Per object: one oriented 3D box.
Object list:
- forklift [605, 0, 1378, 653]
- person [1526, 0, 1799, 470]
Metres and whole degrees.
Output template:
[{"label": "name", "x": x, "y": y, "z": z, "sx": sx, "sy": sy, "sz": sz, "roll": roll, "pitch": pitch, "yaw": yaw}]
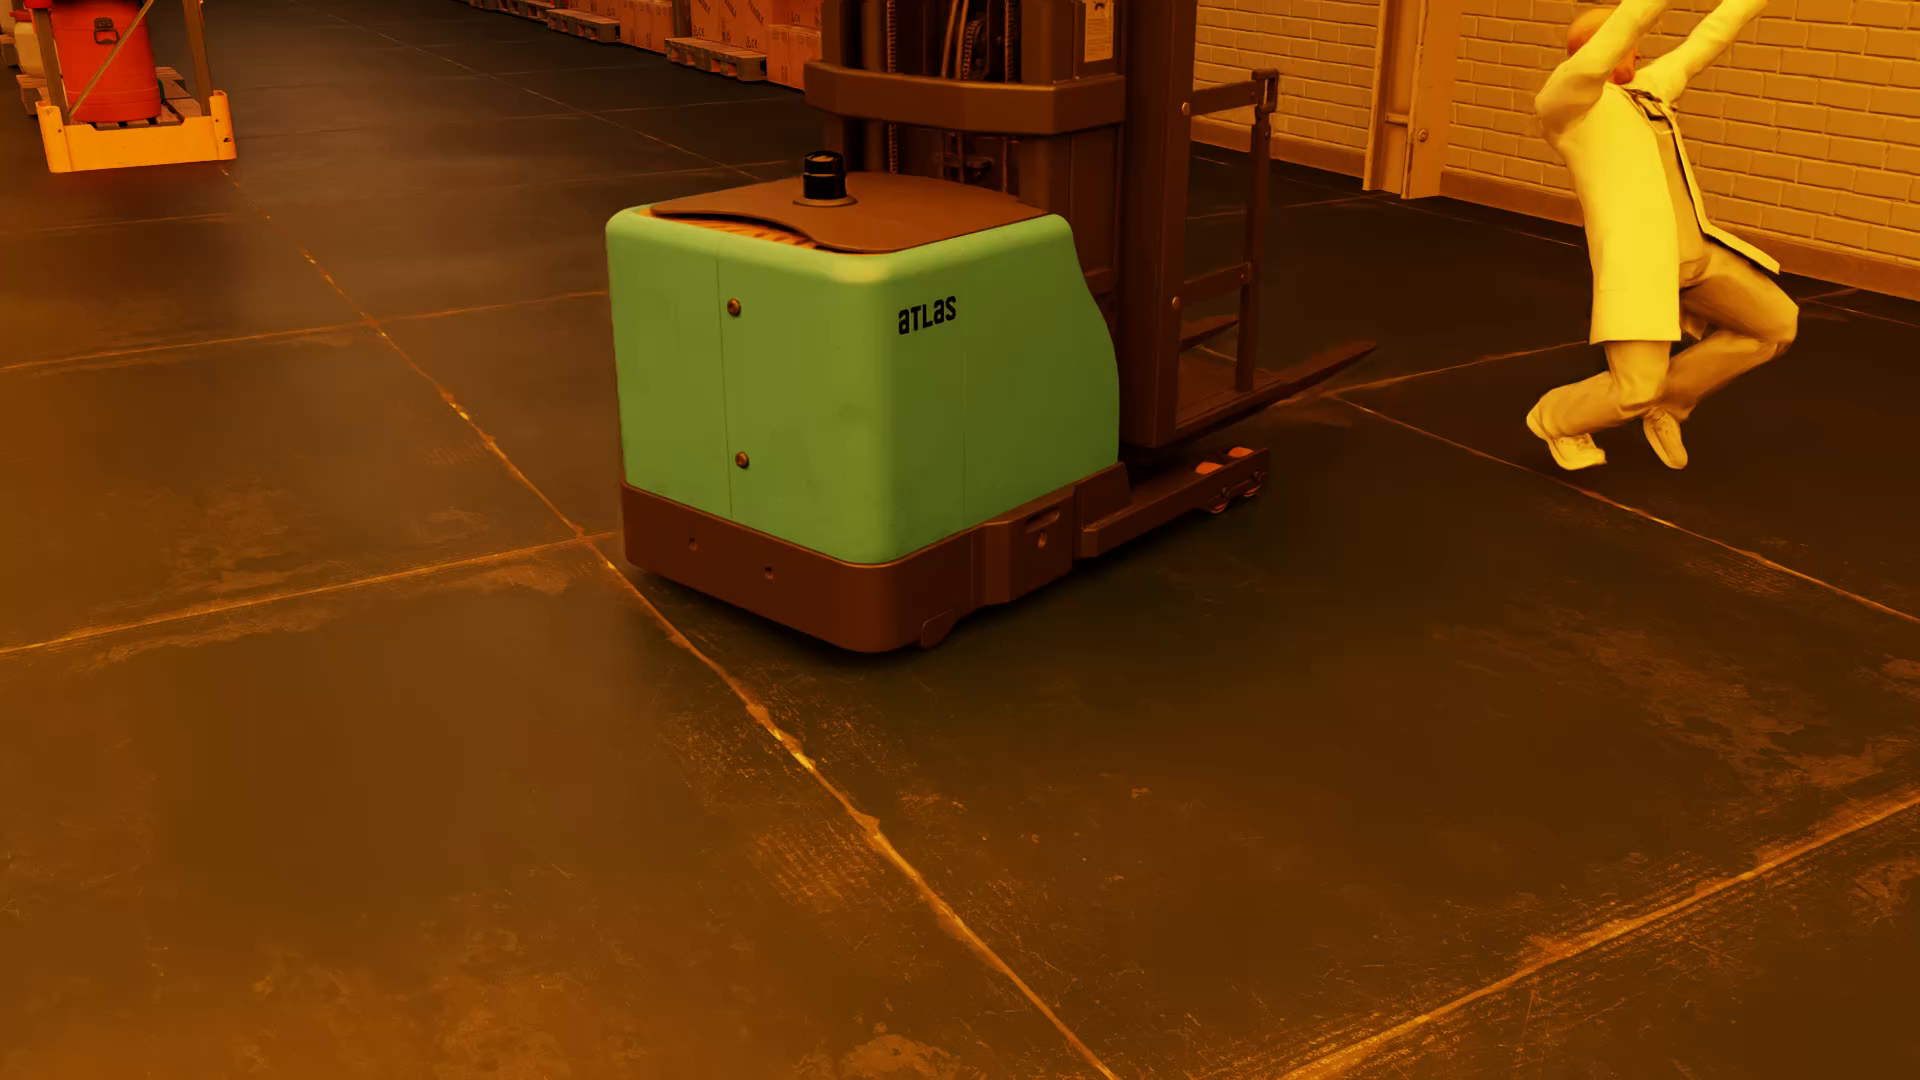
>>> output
[{"label": "forklift", "x": 0.368, "y": -1.550, "z": 5.051, "sx": 1.130, "sy": 2.935, "sz": 3.031, "roll": 18, "pitch": 28, "yaw": 37}, {"label": "person", "x": 2.280, "y": -1.048, "z": 5.328, "sx": 1.087, "sy": 1.732, "sz": 0.804, "roll": -14, "pitch": 26, "yaw": -30}]
